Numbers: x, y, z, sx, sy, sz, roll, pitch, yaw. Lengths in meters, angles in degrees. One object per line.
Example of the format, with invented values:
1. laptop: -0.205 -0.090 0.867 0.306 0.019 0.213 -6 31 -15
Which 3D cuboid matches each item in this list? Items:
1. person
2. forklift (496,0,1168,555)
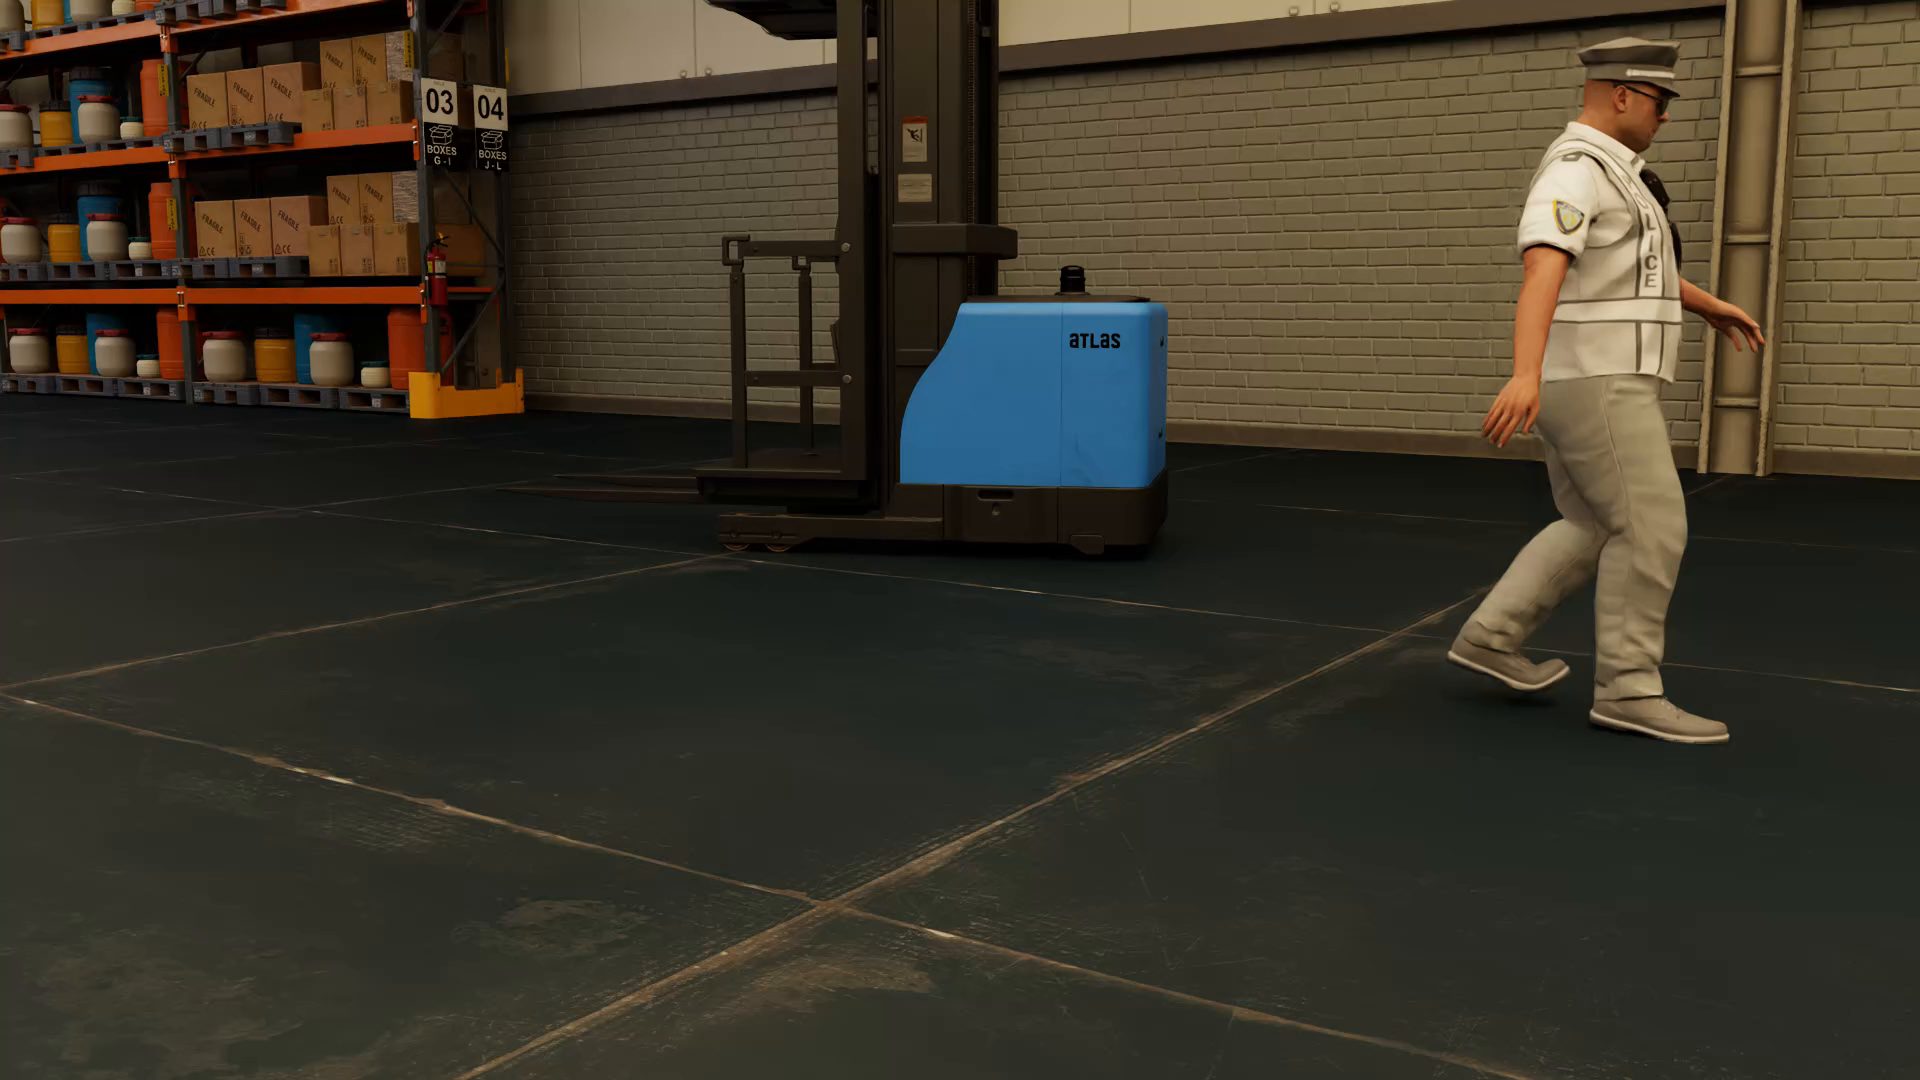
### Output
1. person: 1.644 -0.383 4.213 0.740 1.728 0.943 3 9 23
2. forklift: -0.596 -1.469 7.520 3.031 2.935 1.130 2 8 12
